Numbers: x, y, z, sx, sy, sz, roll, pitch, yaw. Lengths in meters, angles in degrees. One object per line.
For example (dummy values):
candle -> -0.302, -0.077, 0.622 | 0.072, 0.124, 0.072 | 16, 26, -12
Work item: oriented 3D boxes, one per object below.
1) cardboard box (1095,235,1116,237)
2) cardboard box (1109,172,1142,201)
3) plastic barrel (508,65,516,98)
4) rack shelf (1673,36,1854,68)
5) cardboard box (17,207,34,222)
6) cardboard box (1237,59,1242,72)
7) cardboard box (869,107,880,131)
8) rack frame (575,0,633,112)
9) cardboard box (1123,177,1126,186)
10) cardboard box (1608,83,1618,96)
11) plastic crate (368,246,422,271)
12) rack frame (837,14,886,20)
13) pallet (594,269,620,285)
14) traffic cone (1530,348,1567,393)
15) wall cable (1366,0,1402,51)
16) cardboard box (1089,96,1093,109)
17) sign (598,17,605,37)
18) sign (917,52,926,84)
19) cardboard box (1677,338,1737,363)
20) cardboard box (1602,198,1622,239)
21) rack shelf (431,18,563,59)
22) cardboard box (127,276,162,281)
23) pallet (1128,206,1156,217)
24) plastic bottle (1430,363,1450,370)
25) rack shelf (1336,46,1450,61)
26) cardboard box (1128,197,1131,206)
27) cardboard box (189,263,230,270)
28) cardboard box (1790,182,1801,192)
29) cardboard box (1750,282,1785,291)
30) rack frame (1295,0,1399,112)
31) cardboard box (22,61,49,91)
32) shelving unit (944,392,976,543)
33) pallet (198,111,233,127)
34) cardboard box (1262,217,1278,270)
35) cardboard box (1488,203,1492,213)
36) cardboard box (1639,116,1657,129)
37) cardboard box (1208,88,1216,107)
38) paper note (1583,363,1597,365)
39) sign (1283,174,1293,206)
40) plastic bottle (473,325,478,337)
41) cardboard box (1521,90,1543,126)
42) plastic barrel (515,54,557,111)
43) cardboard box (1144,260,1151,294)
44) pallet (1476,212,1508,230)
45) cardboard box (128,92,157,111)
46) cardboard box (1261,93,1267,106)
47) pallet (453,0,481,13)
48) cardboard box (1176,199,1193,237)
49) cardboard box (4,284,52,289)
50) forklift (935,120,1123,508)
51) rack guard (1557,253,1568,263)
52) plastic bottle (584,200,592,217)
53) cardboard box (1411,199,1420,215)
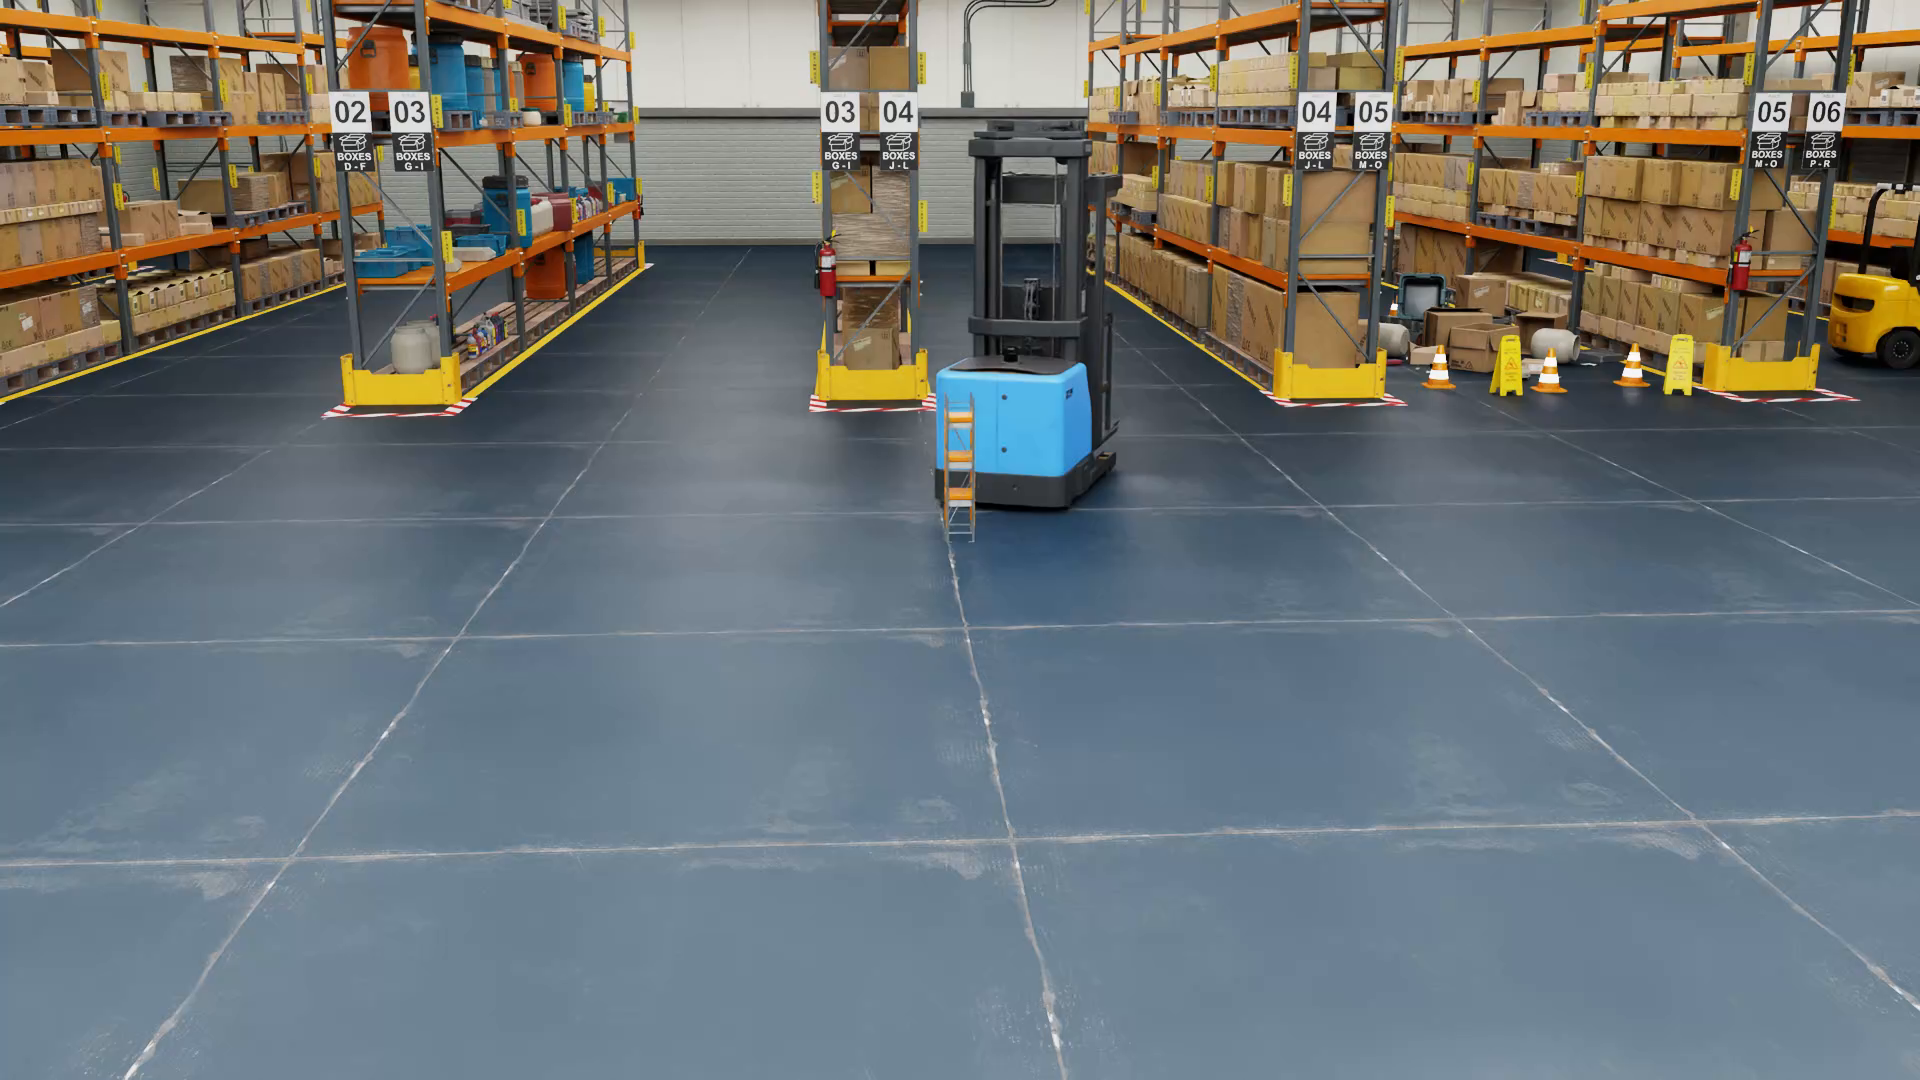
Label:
cardboard box -> 2.857, -5.922, 32.708 | 0.380, 0.149, 0.250 | -1, 14, -2
cardboard box -> 2.962, -6.327, 29.800 | 0.500, 0.500, 0.500 | -1, 14, -3
plastic barrel -> -6.503, -6.186, 23.169 | 0.600, 0.830, 0.708 | -1, 14, -3
rack shelf -> 13.286, -8.064, 27.554 | 1.077, 0.370, 4.000 | -1, 14, -3
cardboard box -> -10.730, -3.677, 18.794 | 0.380, 0.149, 0.250 | -1, 14, -3
cardboard box -> 3.518, -5.649, 19.802 | 0.380, 0.149, 0.250 | -1, 14, -3
cardboard box -> -0.711, -4.487, 17.726 | 0.500, 0.250, 0.500 | 0, 14, -2
rack frame -> -6.874, -9.791, 32.021 | 1.000, 3.000, 0.127 | -1, 14, -3
cardboard box -> 2.921, -5.962, 27.646 | 0.380, 0.149, 0.250 | 0, 14, -1
cardboard box -> 8.443, -5.700, 21.046 | 0.380, 0.149, 0.250 | 0, 14, -2
plastic crate -> -6.247, -3.116, 18.415 | 0.499, 0.251, 0.408 | -1, 14, -3
rack frame -> -1.930, -9.867, 32.318 | 1.000, 3.000, 0.127 | -1, 14, -3
pallet -> -6.710, -4.723, 29.958 | 1.003, 0.211, 1.213 | -1, 14, -3
traffic cone -> 6.551, -1.893, 18.454 | 0.336, 0.463, 0.334 | -1, 14, -3
wall cable -> 10.861, -11.494, 38.563 | 2.988, 3.039, 0.133 | -1, 14, -3
cardboard box -> 2.795, -8.520, 32.399 | 0.500, 0.250, 0.500 | -1, 14, -3
sign -> -6.077, -8.703, 28.212 | 0.100, 0.325, 0.005 | -1, 14, -3
sign -> -0.397, -4.867, 17.150 | 0.100, 0.325, 0.005 | -1, 14, -3
cardboard box -> 8.632, -2.211, 19.273 | 0.500, 0.250, 0.500 | -1, 14, -4
cardboard box -> 8.508, -4.085, 21.086 | 0.500, 0.500, 0.500 | -1, 14, -4
rack shelf -> -6.254, -6.762, 22.494 | 1.077, 0.370, 4.000 | -1, 14, -3
cardboard box -> -11.513, -3.572, 23.438 | 0.500, 0.311, 0.500 | -1, 14, -5
pallet -> 3.359, -5.423, 27.468 | 1.003, 0.211, 1.213 | -1, 14, -3
plastic bottle -> 5.762, -2.096, 20.051 | 0.133, 0.061, 0.283 | -6, 16, -23
rack shelf -> 8.085, -8.981, 31.119 | 1.077, 0.370, 4.000 | -1, 14, -3
cardboard box -> 2.958, -5.540, 27.201 | 0.380, 0.149, 0.250 | 0, 14, -2
cardboard box -> -11.614, -4.052, 25.889 | 0.500, 0.500, 0.500 | 0, 14, -1
cardboard box -> 13.136, -5.482, 25.810 | 0.380, 0.149, 0.250 | 0, 14, -2
cardboard box -> 13.169, -4.298, 26.884 | 0.500, 0.500, 0.500 | 0, 14, -2
rack frame -> 4.018, -5.940, 17.052 | 1.000, 3.000, 0.127 | -1, 14, -3
cardboard box -> -11.306, -5.469, 19.917 | 0.500, 0.500, 0.500 | 0, 14, 1
shelving unit -> -0.003, -0.522, 11.947 | 0.215, 1.050, 0.252 | -1, 14, -3
pallet -> -11.191, -6.014, 23.741 | 1.213, 0.211, 1.003 | 0, 14, -1
cardboard box -> 3.894, -3.335, 18.668 | 0.875, 0.550, 0.550 | -1, 14, -3
cardboard box -> 8.275, -5.053, 25.306 | 0.380, 0.149, 0.250 | -2, 15, -7
cardboard box -> 8.471, -5.058, 20.151 | 0.380, 0.149, 0.250 | -1, 14, -5
cardboard box -> 3.566, -5.834, 21.920 | 0.500, 0.250, 0.500 | -1, 14, -3
paper note -> 7.701, -2.156, 20.343 | 0.142, 0.019, 0.148 | -6, 16, -23
sign -> 3.475, -3.705, 17.607 | 0.100, 0.325, 0.005 | -1, 14, -3
plastic bottle -> -5.871, -2.473, 20.186 | 0.061, 0.283, 0.133 | -1, 14, -3
cardboard box -> 8.579, -6.249, 24.068 | 0.797, 0.503, 0.637 | -1, 14, -3
plastic barrel -> -6.410, -6.901, 25.105 | 0.600, 0.830, 0.708 | -1, 14, -3
cardboard box -> 3.220, -4.176, 26.412 | 0.500, 0.500, 0.500 | -1, 14, -4
pallet -> 8.607, -4.857, 25.269 | 1.213, 0.211, 1.003 | -1, 14, -3
cardboard box -> -11.132, -5.886, 22.320 | 0.500, 0.250, 0.500 | -2, 15, -8
cardboard box -> 3.596, -4.948, 18.678 | 0.380, 0.149, 0.250 | -1, 14, -4
pallet -> -5.973, -6.013, 18.518 | 1.003, 0.211, 1.213 | -1, 14, -3
cardboard box -> 3.374, -4.581, 23.610 | 0.500, 0.500, 0.500 | -1, 14, -4
cardboard box -> -11.319, -2.816, 20.123 | 0.500, 0.500, 0.500 | -1, 14, -3
forklift -> 0.717, -1.989, 13.876 | 1.130, 2.935, 3.031 | 4, 15, 16
rack guard -> 12.919, -5.963, 34.200 | 1.175, 0.500, 0.348 | -1, 14, -3
plastic bottle -> -6.225, -5.521, 27.715 | 0.152, 0.276, 0.135 | -1, 14, -3
cardboard box -> 8.022, -5.678, 28.375 | 0.500, 0.250, 0.500 | -1, 14, -4
